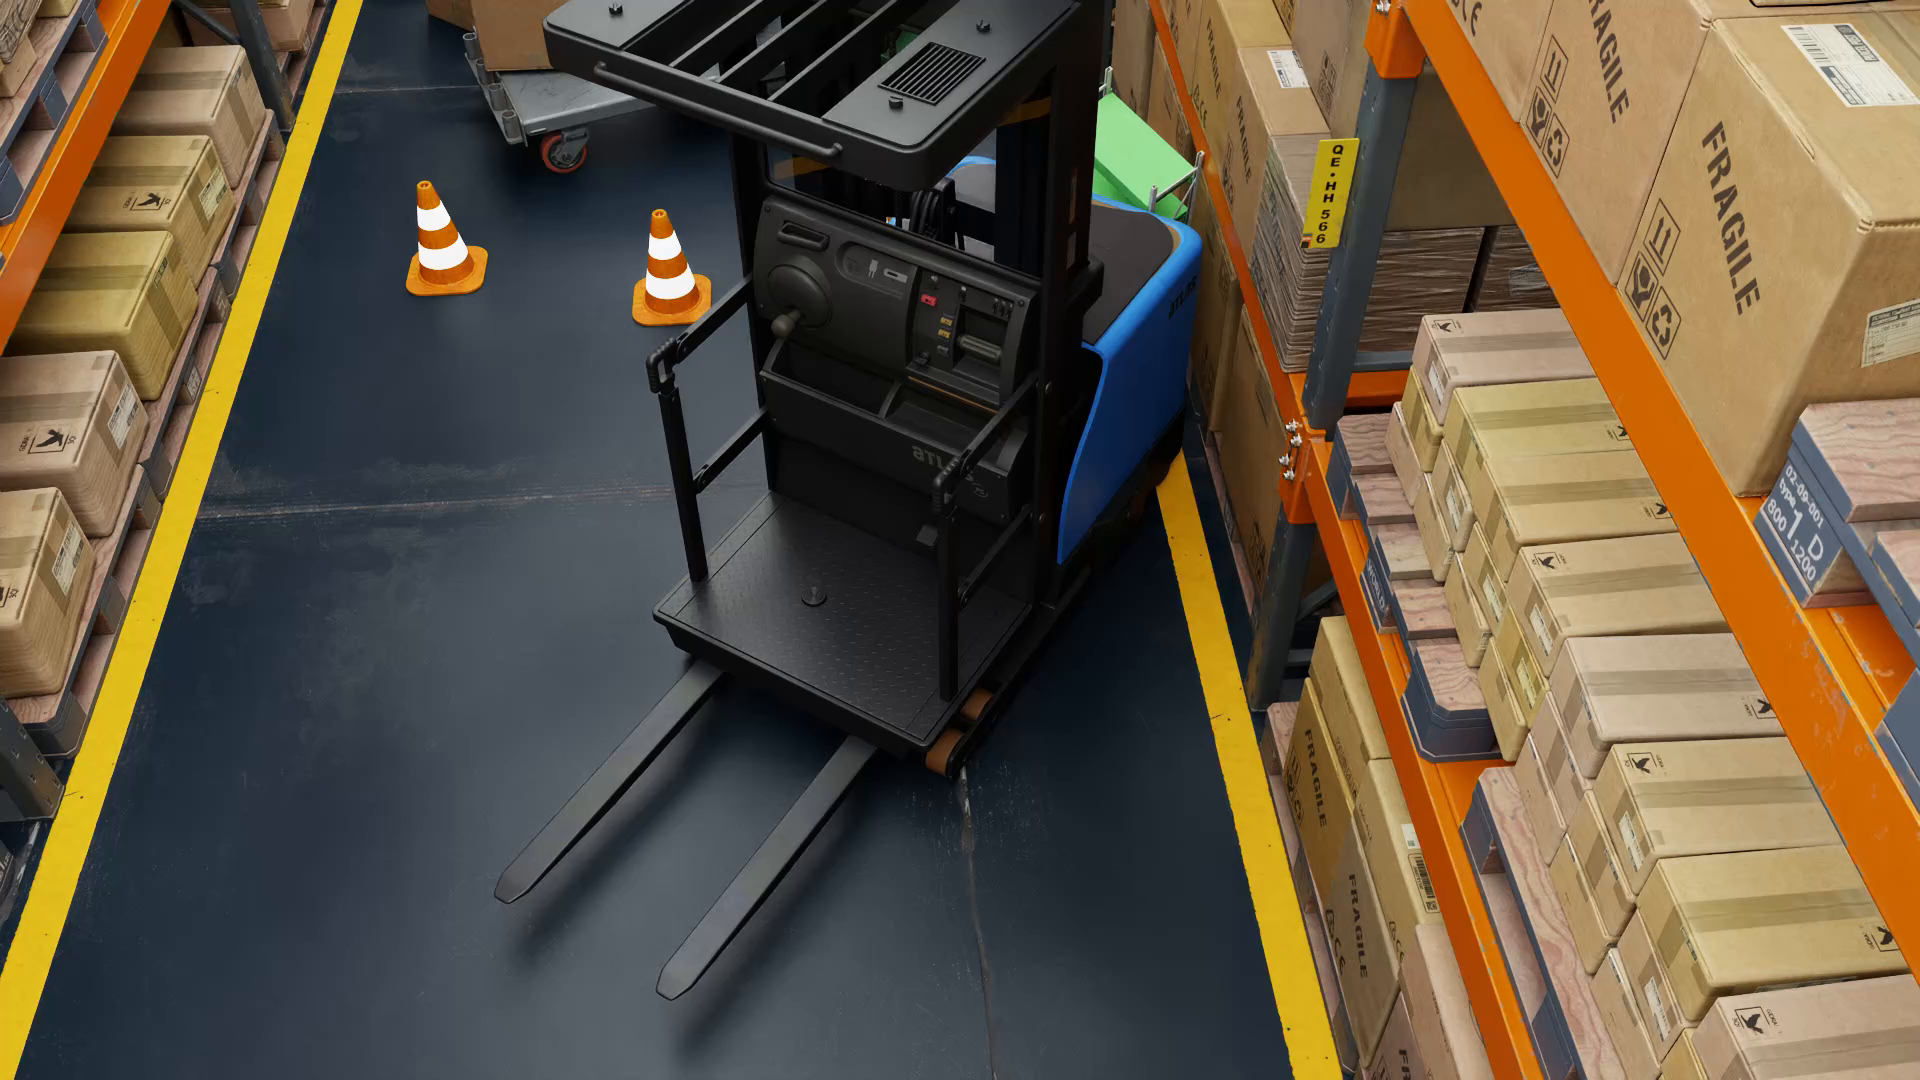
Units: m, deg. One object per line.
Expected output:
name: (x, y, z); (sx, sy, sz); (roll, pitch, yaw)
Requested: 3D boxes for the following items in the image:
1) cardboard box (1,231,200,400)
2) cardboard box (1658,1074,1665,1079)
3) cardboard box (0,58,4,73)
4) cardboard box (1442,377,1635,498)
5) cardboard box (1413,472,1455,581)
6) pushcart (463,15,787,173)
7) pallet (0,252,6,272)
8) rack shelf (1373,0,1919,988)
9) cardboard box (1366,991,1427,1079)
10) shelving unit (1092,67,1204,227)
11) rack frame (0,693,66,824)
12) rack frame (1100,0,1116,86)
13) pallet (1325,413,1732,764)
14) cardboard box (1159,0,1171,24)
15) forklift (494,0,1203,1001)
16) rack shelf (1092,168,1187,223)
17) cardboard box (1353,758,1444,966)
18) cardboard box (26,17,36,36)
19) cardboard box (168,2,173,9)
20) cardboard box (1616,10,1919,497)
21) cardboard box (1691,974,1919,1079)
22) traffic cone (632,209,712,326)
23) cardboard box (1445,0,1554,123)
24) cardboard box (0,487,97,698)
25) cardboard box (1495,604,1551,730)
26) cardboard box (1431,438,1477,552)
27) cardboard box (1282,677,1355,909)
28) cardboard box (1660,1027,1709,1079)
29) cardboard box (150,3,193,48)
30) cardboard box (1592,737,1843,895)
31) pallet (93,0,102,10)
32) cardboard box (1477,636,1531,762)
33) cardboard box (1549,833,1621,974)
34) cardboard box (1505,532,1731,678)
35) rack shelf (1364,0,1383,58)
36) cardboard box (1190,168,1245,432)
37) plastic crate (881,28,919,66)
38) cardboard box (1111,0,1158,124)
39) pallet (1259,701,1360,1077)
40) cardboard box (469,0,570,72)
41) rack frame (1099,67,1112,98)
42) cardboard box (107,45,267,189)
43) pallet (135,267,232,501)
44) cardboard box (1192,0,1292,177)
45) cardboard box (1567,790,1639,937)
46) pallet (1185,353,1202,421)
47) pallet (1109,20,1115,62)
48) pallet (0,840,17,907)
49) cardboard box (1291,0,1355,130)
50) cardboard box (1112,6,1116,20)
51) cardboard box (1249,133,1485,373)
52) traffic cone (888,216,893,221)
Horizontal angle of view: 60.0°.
cardboard box: (-3.601, -0.871, 6.529); (0.950, 0.372, 0.625); (-2, 47, -2)
cardboard box: (1.480, 1.106, 3.020); (0.380, 0.149, 0.250); (-2, 47, -2)
cardboard box: (-3.345, -1.519, 5.060); (0.500, 0.500, 0.500); (-3, 47, -3)
cardboard box: (1.359, -0.234, 3.880); (0.380, 0.149, 0.250); (-5, 47, -4)
cardboard box: (1.347, -0.040, 4.106); (0.380, 0.149, 0.250); (-1, 47, -1)
pushcart: (-1.503, -2.305, 8.173); (1.648, 0.377, 0.936); (-19, 49, -17)
pallet: (-3.602, -0.581, 4.867); (1.213, 0.211, 1.003); (-3, 47, -3)
rack shelf: (1.656, 0.151, 2.471); (1.077, 0.370, 4.000); (-3, 47, -3)
cardboard box: (1.387, 1.465, 4.229); (0.500, 0.500, 0.500); (-5, 47, -4)
shelving unit: (0.621, -1.228, 6.471); (0.258, 1.200, 0.503); (-37, 70, -14)
rack frame: (-3.436, -0.138, 4.315); (1.000, 3.000, 0.127); (-3, 47, -3)
rack frame: (1.153, -3.406, 7.410); (1.000, 3.000, 0.127); (-3, 47, -3)
pallet: (1.654, 0.063, 4.257); (1.213, 0.211, 1.003); (-3, 47, -3)
cardboard box: (1.012, -2.317, 6.309); (0.500, 0.500, 0.500); (-4, 47, -4)
forklift: (-0.324, -0.616, 4.815); (1.130, 2.935, 3.031); (24, 51, 21)
rack shelf: (0.618, -1.300, 6.310); (0.258, 0.148, 0.480); (-37, 70, -14)
cardboard box: (1.347, 0.826, 4.318); (0.500, 0.250, 0.500); (-4, 47, -4)
cardboard box: (-3.462, -1.799, 5.772); (0.380, 0.149, 0.250); (-5, 47, -5)
cardboard box: (-4.088, -2.901, 8.019); (0.500, 0.500, 0.500); (-4, 47, -4)
cardboard box: (1.367, -0.426, 2.453); (0.500, 0.500, 0.500); (-3, 47, -3)
cardboard box: (1.487, 0.898, 2.808); (0.380, 0.149, 0.250); (-5, 47, -5)
traffic cone: (-1.251, -1.199, 7.067); (0.336, 0.463, 0.334); (-3, 47, -3)
cardboard box: (1.271, -1.149, 3.137); (0.500, 0.500, 0.500); (-3, 47, -3)
cardboard box: (-3.473, 0.212, 5.504); (0.950, 0.372, 0.625); (-6, 47, -6)
cardboard box: (1.401, 0.261, 3.616); (0.380, 0.149, 0.250); (-3, 47, -3)
cardboard box: (1.353, -0.114, 3.971); (0.380, 0.149, 0.250); (-1, 47, -1)
cardboard box: (1.293, 0.730, 4.925); (0.500, 0.500, 0.500); (-5, 47, -5)
cardboard box: (1.479, 0.992, 2.923); (0.380, 0.149, 0.250); (-3, 47, -3)
cardboard box: (-4.088, -2.643, 8.291); (0.500, 0.250, 0.500); (-2, 47, -1)
cardboard box: (1.446, 0.522, 3.164); (0.380, 0.149, 0.250); (-2, 47, -2)
pallet: (-3.852, -2.405, 6.593); (1.003, 0.211, 1.213); (-3, 47, -3)
cardboard box: (1.394, 0.350, 3.736); (0.380, 0.149, 0.250); (-2, 47, -1)
cardboard box: (1.438, 0.725, 3.381); (0.380, 0.149, 0.250); (-3, 47, -3)
cardboard box: (1.397, 0.135, 3.530); (0.380, 0.149, 0.250); (-5, 47, -5)
rack shelf: (1.321, -2.743, 5.212); (1.077, 0.370, 4.000); (-3, 47, -3)
cardboard box: (1.450, -0.961, 6.355); (1.050, 0.750, 0.750); (-3, 47, -3)
plastic crate: (-0.167, -2.505, 8.454); (0.450, 0.188, 0.662); (25, 51, 9)
cardboard box: (1.295, -2.333, 7.654); (1.050, 0.750, 0.750); (-4, 47, -3)
pallet: (1.552, 1.012, 5.146); (1.003, 0.211, 1.213); (-3, 47, -3)
cardboard box: (-2.000, -2.563, 7.812); (0.500, 0.500, 0.500); (-3, 47, -3)
rack frame: (0.466, -1.399, 6.550); (0.240, 1.200, 0.015); (-37, 70, -14)
cardboard box: (-3.724, -1.894, 7.498); (0.950, 0.372, 0.625); (-3, 47, -3)
pallet: (-3.599, -0.625, 6.697); (1.003, 0.211, 1.213); (-3, 47, -3)
cardboard box: (1.101, -1.579, 5.610); (0.500, 0.500, 0.500); (-4, 47, -4)
cardboard box: (1.438, 0.621, 3.275); (0.380, 0.149, 0.250); (-4, 47, -4)
pallet: (1.398, -1.009, 7.060); (1.003, 0.211, 1.213); (-3, 47, -3)
pallet: (1.168, -3.002, 8.948); (1.003, 0.211, 1.213); (-3, 47, -3)
pallet: (-3.445, 1.396, 4.783); (1.003, 0.211, 1.213); (-3, 47, -3)
cardboard box: (1.417, -1.582, 4.924); (0.700, 0.500, 0.500); (-4, 47, -4)
cardboard box: (1.171, -3.279, 8.464); (0.875, 0.875, 0.875); (-3, 47, -3)
cardboard box: (1.183, -0.856, 4.926); (0.500, 0.500, 0.500); (-3, 47, -3)
traffic cone: (-0.239, -1.472, 7.325); (0.336, 0.463, 0.334); (-3, 47, -3)
